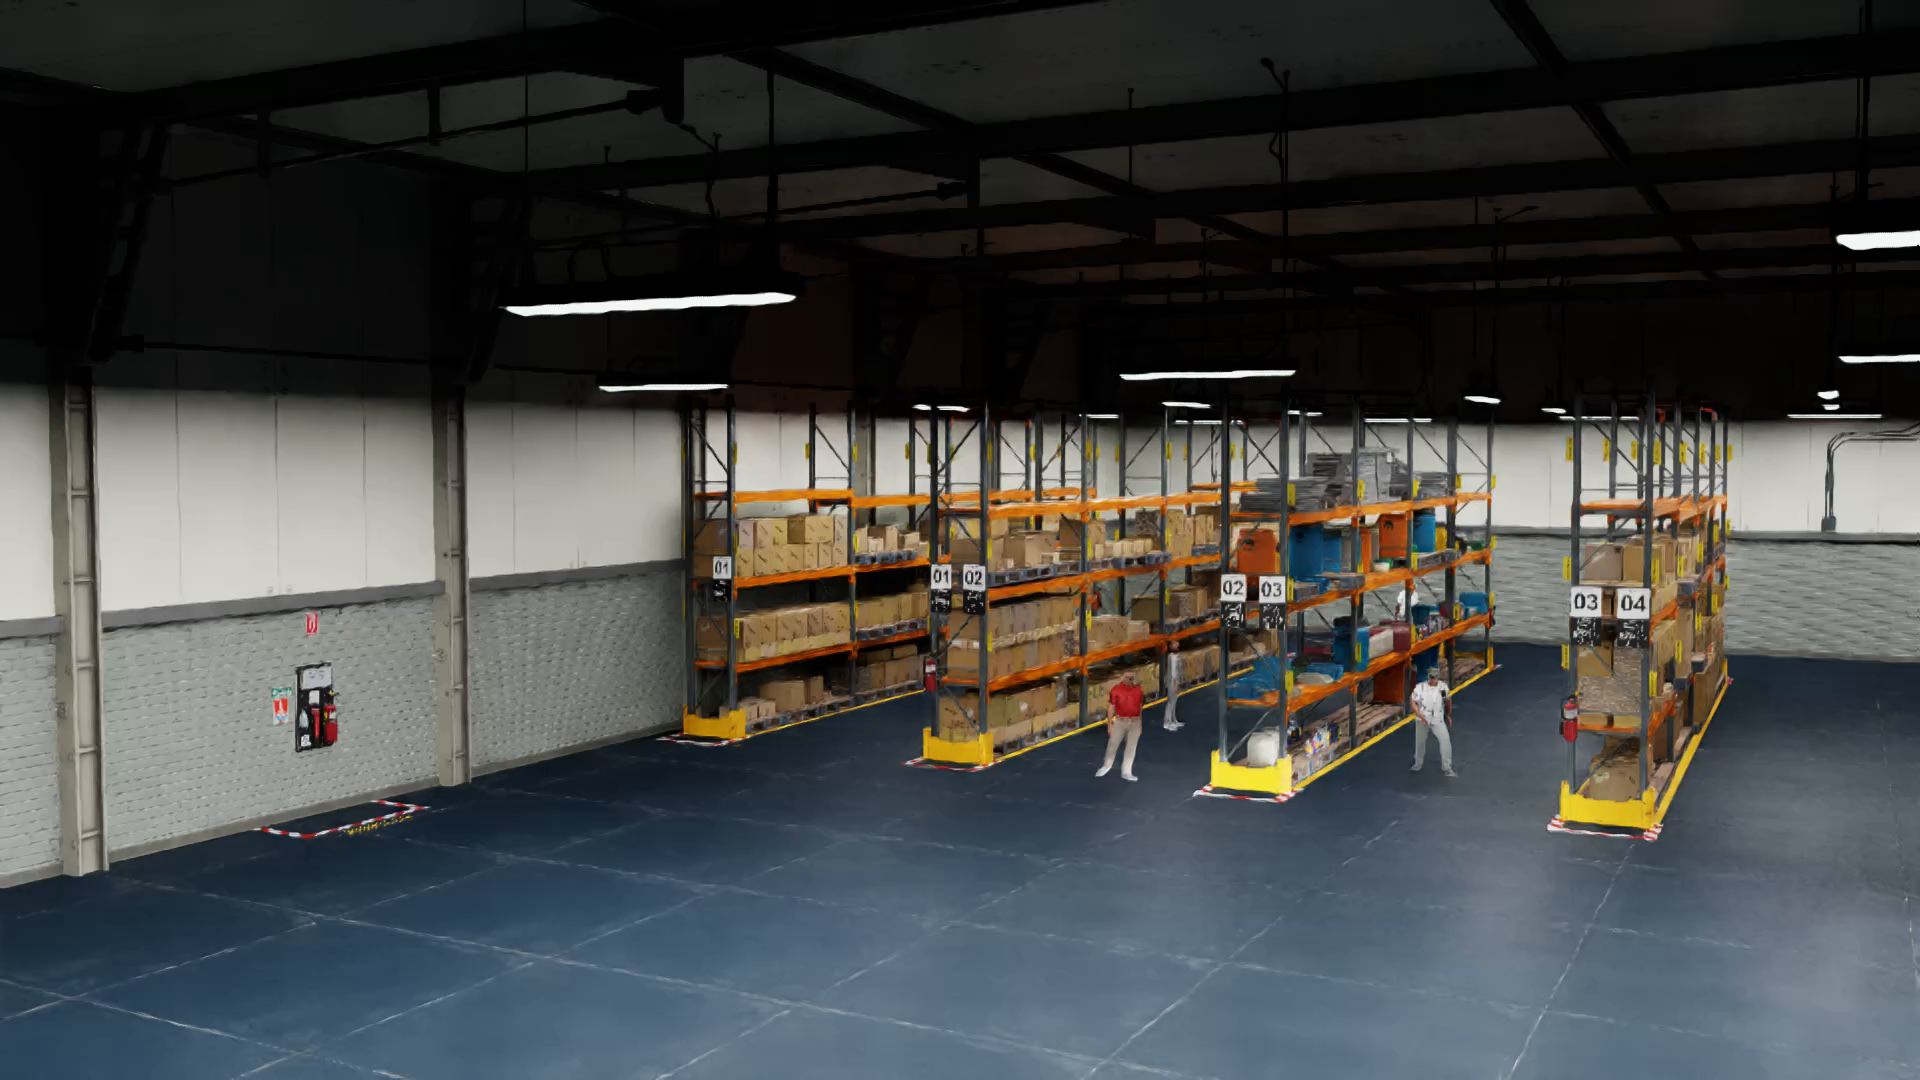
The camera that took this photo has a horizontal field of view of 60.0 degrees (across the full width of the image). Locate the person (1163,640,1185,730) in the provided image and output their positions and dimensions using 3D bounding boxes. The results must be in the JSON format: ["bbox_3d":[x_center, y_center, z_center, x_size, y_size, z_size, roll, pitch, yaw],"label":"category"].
[{"bbox_3d":[3.877,2.608,30.021,0.419,1.603,0.504,0,3,0],"label":"person"}]

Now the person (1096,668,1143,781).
[{"bbox_3d":[2.446,2.804,25.360,0.709,1.717,0.528,-1,3,-13],"label":"person"}]

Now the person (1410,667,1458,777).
[{"bbox_3d":[7.337,2.785,25.825,0.697,1.695,0.831,0,3,9],"label":"person"}]

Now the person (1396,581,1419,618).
[{"bbox_3d":[11.445,1.889,42.600,0.611,1.754,0.579,0,3,-7],"label":"person"}]
